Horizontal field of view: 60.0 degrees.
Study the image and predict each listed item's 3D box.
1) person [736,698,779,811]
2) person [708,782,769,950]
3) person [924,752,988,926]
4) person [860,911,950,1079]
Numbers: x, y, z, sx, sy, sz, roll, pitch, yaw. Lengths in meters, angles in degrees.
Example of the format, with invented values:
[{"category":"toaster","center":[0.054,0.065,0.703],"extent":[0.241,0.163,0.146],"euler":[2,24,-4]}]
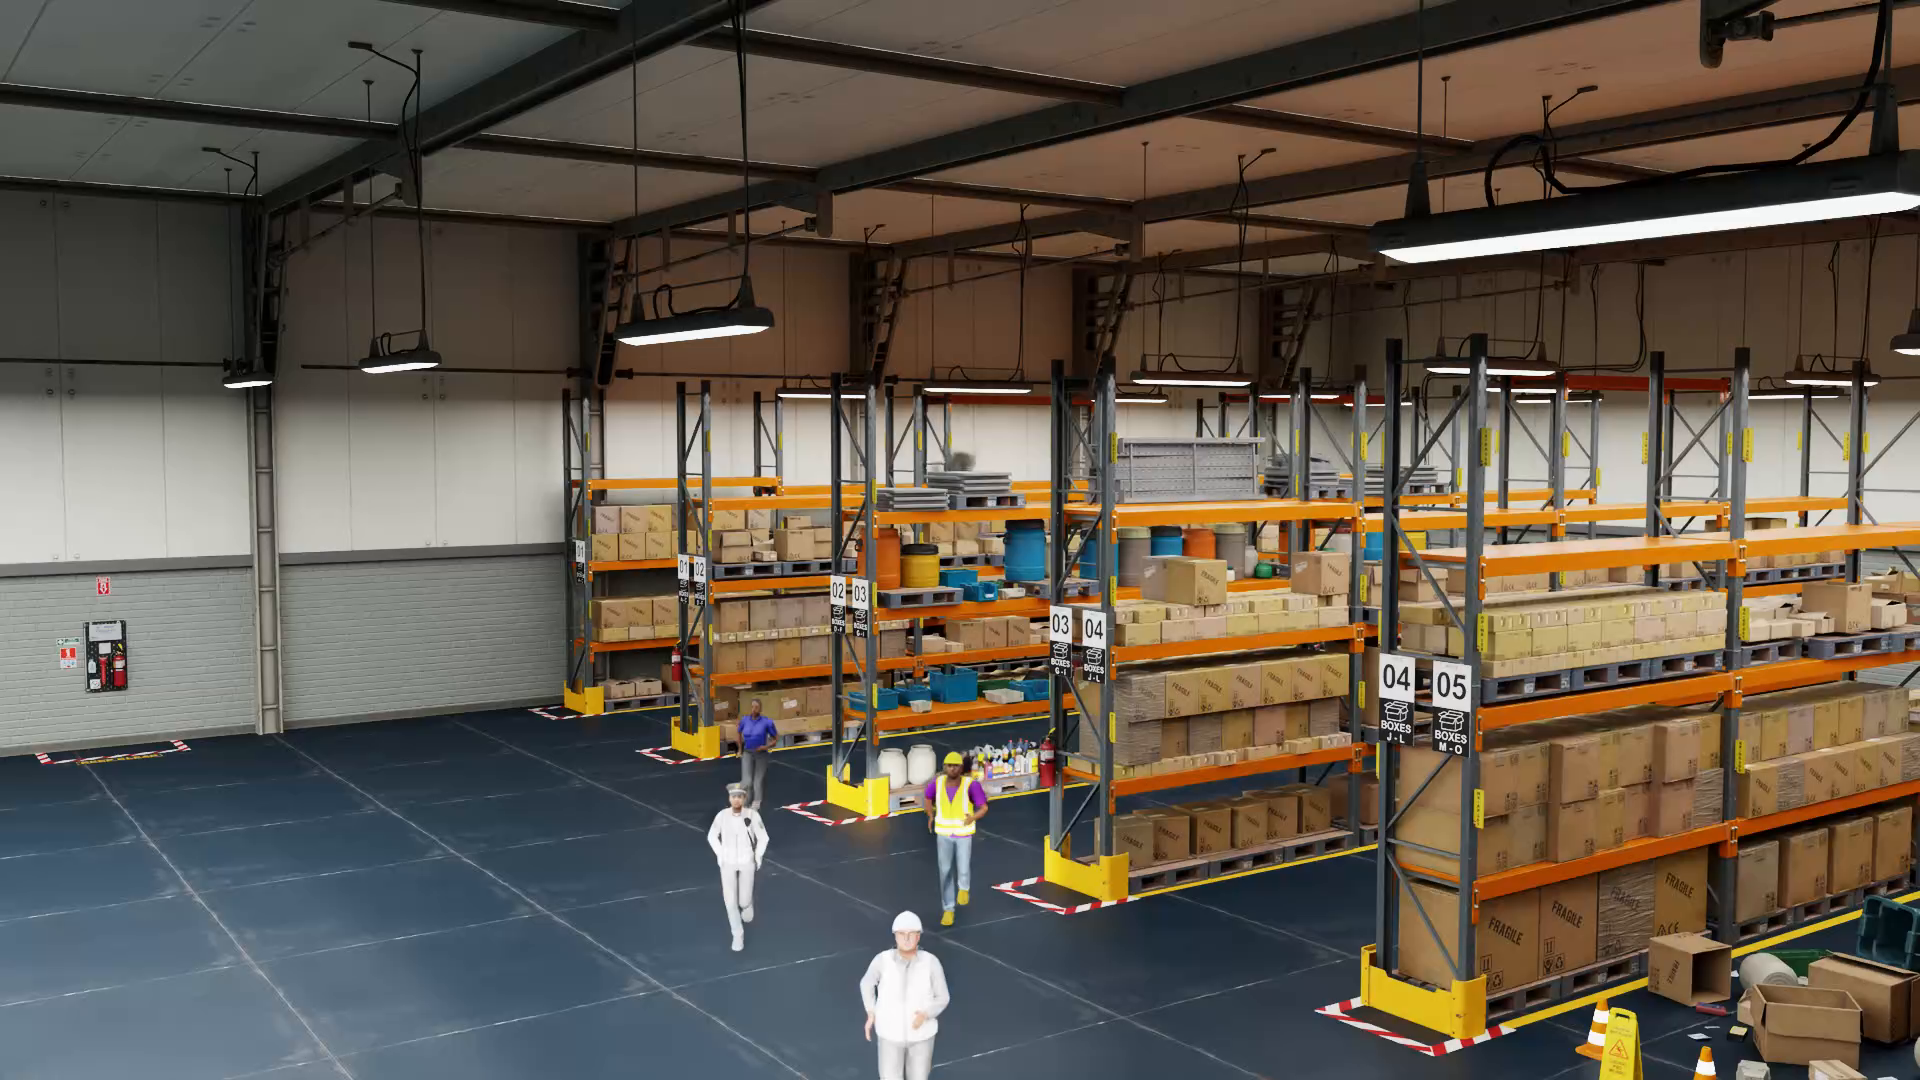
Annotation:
[{"category":"person","center":[-2.695,2.909,22.126],"extent":[0.590,1.641,0.872],"euler":[0,4,1]},{"category":"person","center":[-2.254,3.265,16.867],"extent":[0.617,1.666,0.587],"euler":[0,4,-2]},{"category":"person","center":[-0.059,3.119,17.696],"extent":[0.711,1.759,0.906],"euler":[0,4,7]},{"category":"person","center":[-0.395,3.530,11.872],"extent":[0.645,1.727,0.577],"euler":[0,4,-2]}]
